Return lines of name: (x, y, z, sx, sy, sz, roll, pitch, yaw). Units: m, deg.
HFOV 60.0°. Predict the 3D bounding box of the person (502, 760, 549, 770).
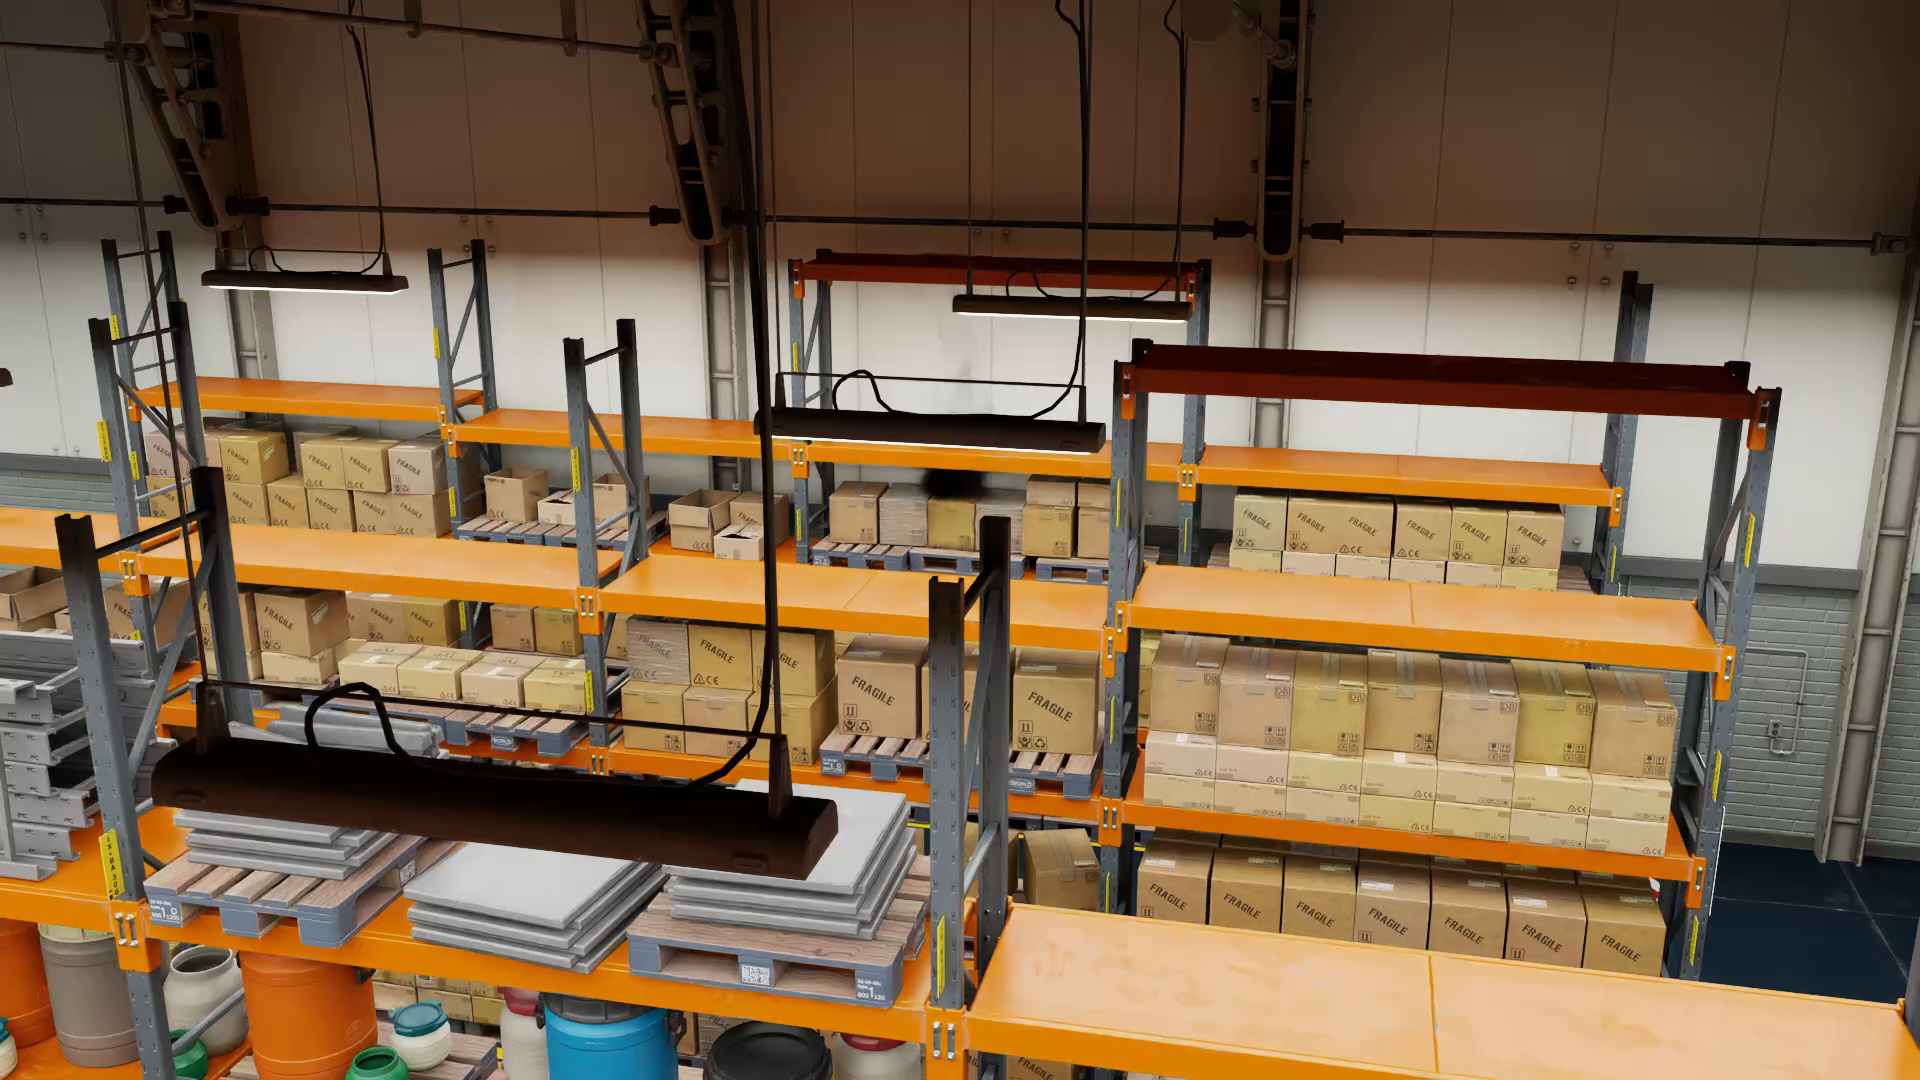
person: (-4.157, 2.569, 16.431, 0.909, 1.813, 0.608, 3, 17, 9)
